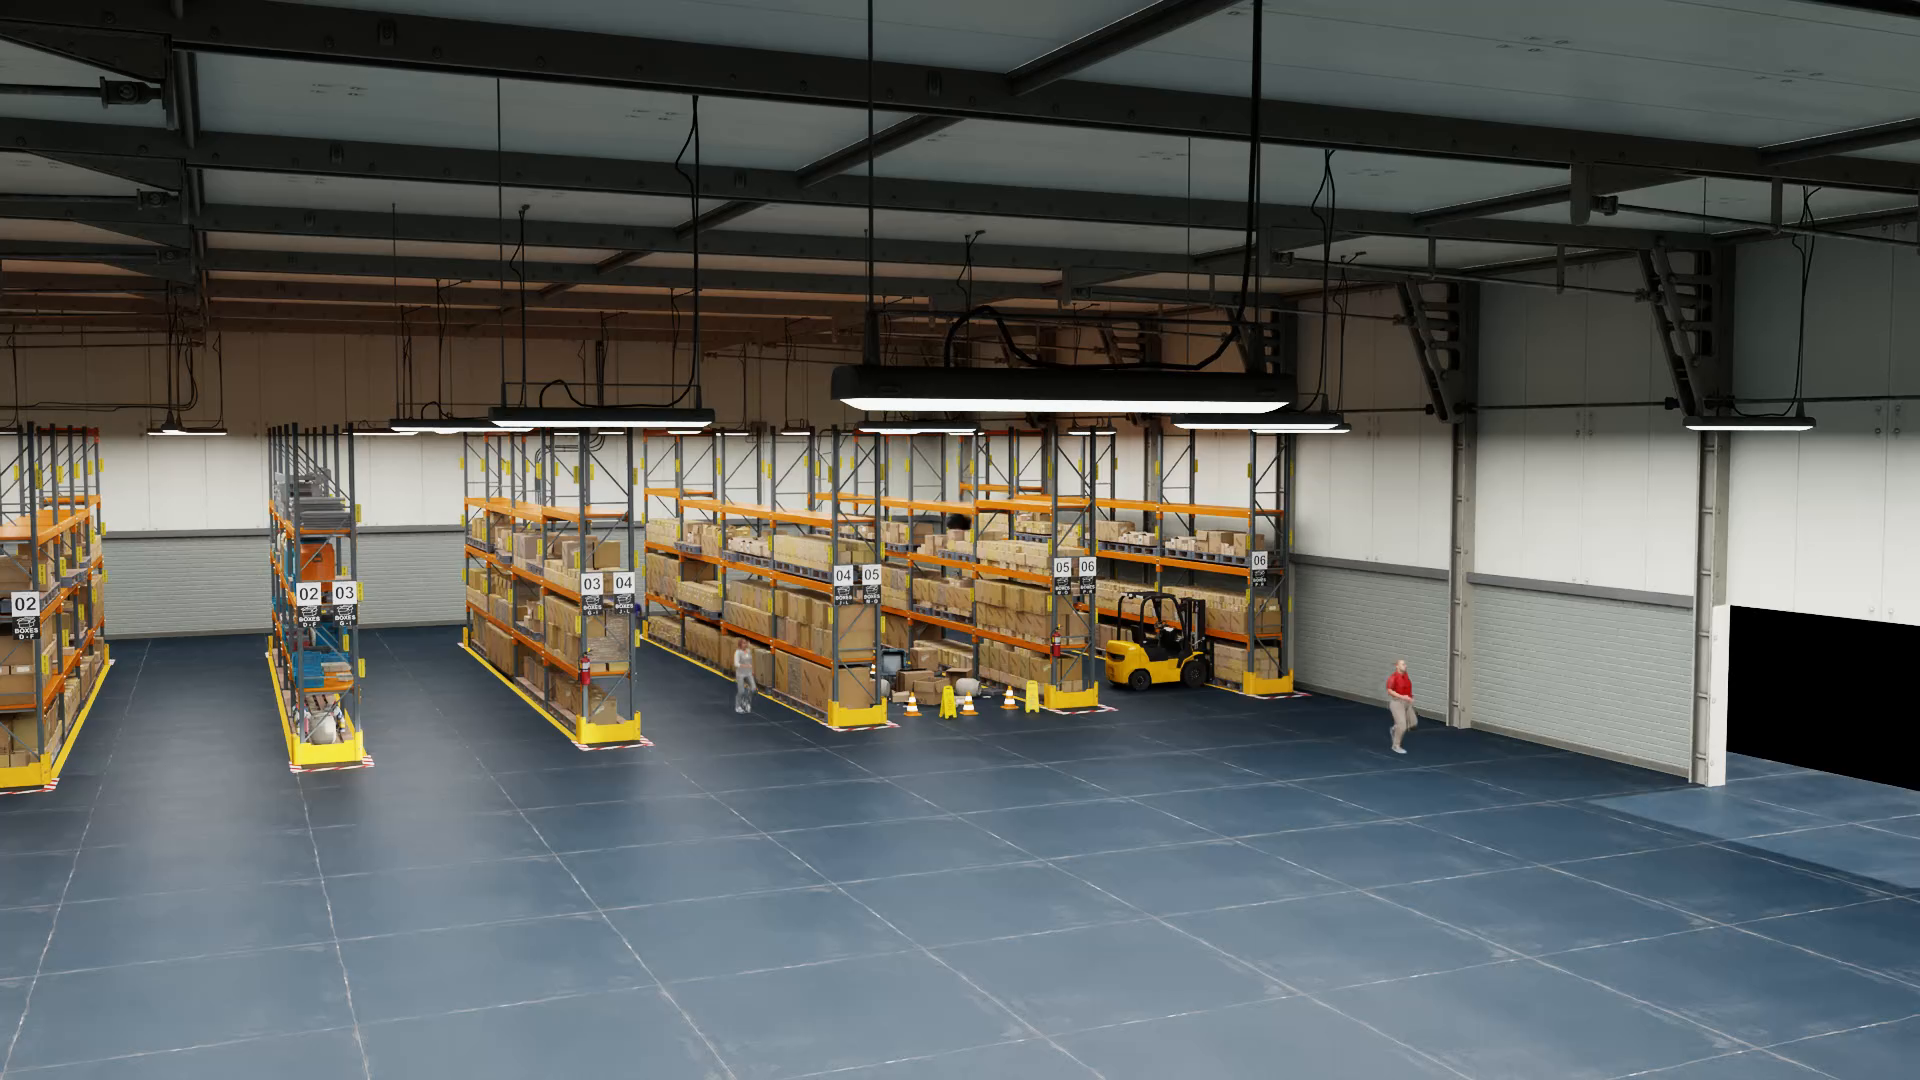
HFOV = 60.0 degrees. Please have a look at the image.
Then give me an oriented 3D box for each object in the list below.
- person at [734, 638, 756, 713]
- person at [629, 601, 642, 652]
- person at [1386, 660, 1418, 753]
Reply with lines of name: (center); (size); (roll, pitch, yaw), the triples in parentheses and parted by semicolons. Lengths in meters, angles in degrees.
person: (-4.452, 2.814, 34.456); (0.510, 1.578, 0.644); (-3, 4, -38)
person: (-8.764, 2.211, 44.446); (0.571, 1.627, 0.595); (-2, 4, -25)
person: (8.069, 3.027, 30.358); (0.705, 1.692, 0.585); (-3, 5, -41)
